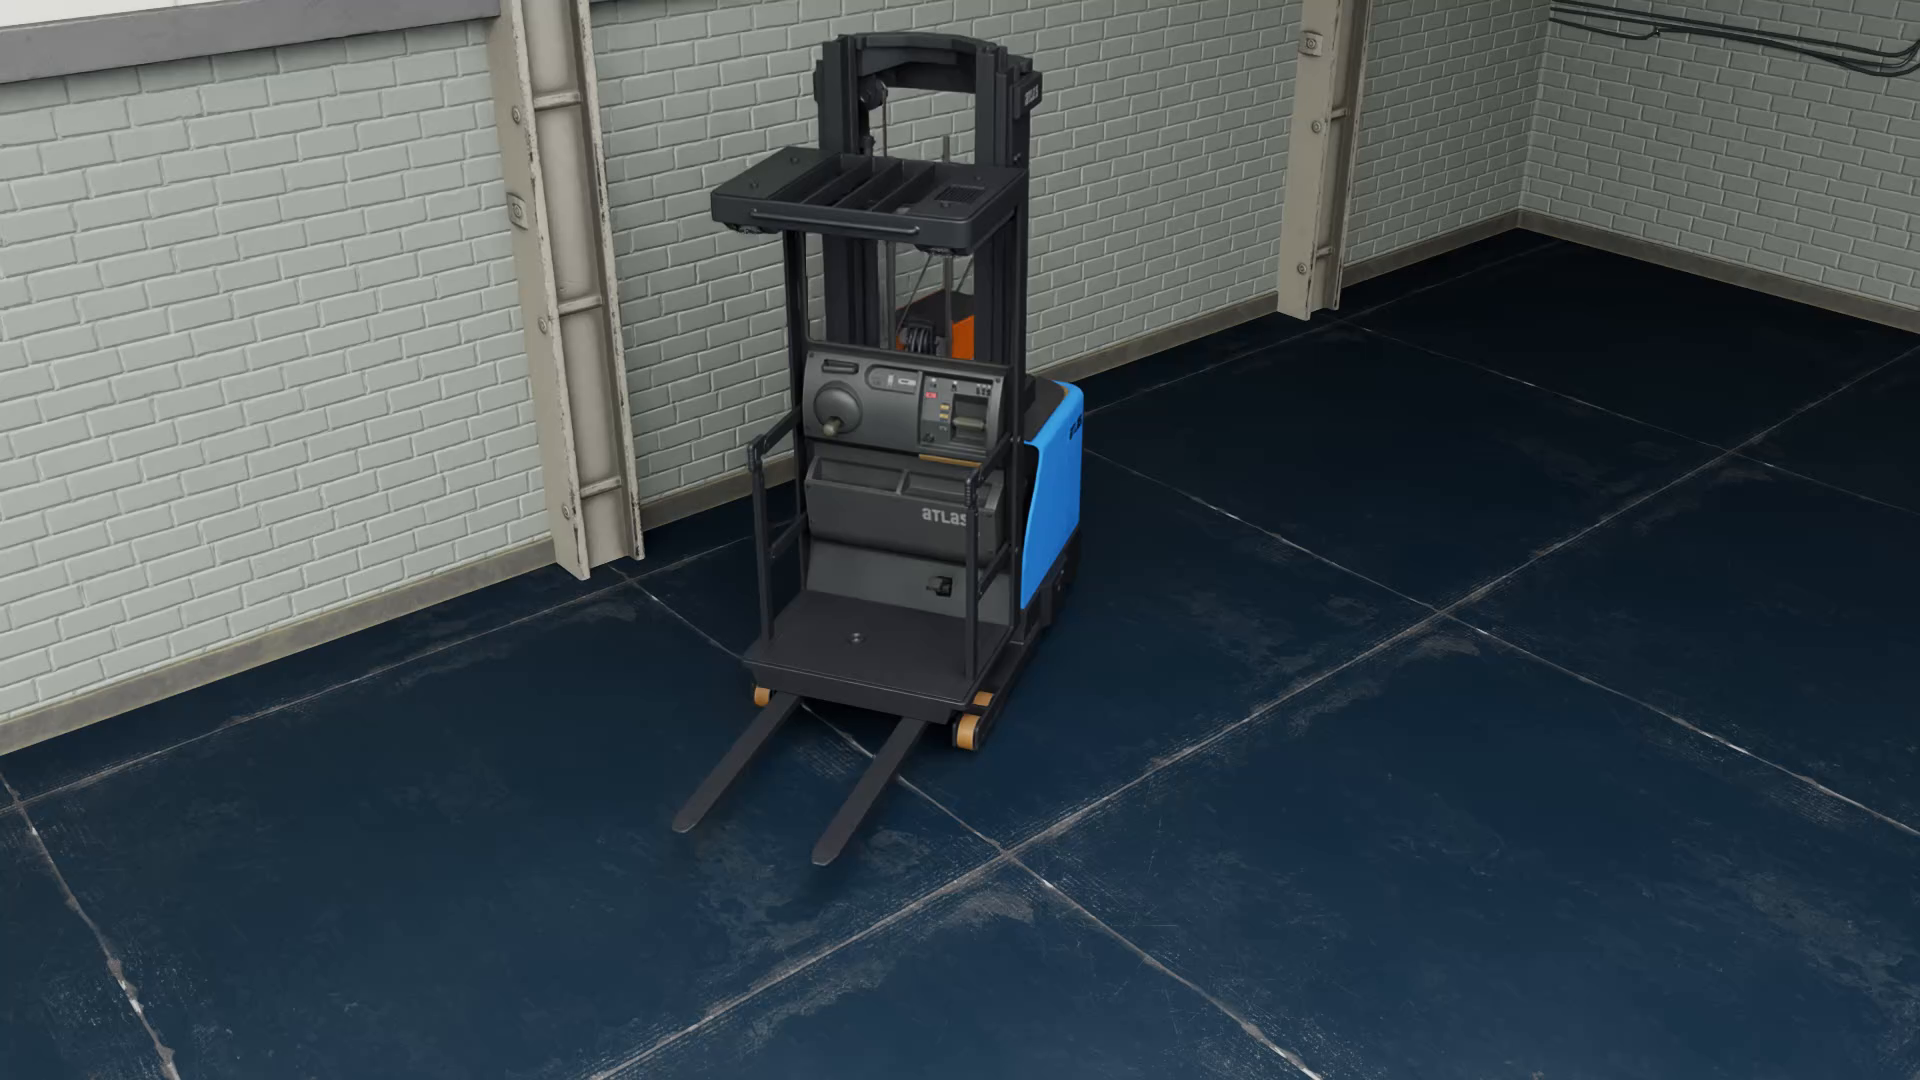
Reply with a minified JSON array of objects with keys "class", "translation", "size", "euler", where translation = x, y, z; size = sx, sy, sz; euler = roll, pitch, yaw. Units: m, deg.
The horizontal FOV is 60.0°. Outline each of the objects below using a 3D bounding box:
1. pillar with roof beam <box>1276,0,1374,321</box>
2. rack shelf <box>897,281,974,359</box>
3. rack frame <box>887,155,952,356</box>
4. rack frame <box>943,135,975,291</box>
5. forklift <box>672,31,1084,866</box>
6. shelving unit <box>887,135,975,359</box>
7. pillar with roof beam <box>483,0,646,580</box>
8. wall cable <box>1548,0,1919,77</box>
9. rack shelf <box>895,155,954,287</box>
[{"class":"pillar with roof beam","translation":[5.396,-4.160,7.486],"size":[0.400,9.000,9.100],"euler":[-22,35,-35]},{"class":"rack shelf","translation":[-0.065,-1.056,9.028],"size":[0.431,0.518,0.480],"euler":[19,33,31]},{"class":"rack frame","translation":[-0.206,-0.975,8.846],"size":[0.400,2.100,0.015],"euler":[19,33,31]},{"class":"rack frame","translation":[0.077,-1.162,9.196],"size":[0.400,2.100,0.015],"euler":[19,33,31]},{"class":"forklift","translation":[-0.328,-0.564,7.195],"size":[1.130,2.935,3.031],"euler":[9,30,17]},{"class":"shelving unit","translation":[-0.065,-1.068,9.021],"size":[0.431,2.100,0.503],"euler":[19,33,31]},{"class":"pillar with roof beam","translation":[0.832,-2.324,4.052],"size":[0.400,9.000,9.100],"euler":[-22,35,-35]},{"class":"wall cable","translation":[5.701,-4.761,11.906],"size":[0.112,2.526,3.097],"euler":[-22,35,-35]},{"class":"rack shelf","translation":[-0.065,-1.674,8.698],"size":[0.431,0.518,0.480],"euler":[19,33,31]}]
